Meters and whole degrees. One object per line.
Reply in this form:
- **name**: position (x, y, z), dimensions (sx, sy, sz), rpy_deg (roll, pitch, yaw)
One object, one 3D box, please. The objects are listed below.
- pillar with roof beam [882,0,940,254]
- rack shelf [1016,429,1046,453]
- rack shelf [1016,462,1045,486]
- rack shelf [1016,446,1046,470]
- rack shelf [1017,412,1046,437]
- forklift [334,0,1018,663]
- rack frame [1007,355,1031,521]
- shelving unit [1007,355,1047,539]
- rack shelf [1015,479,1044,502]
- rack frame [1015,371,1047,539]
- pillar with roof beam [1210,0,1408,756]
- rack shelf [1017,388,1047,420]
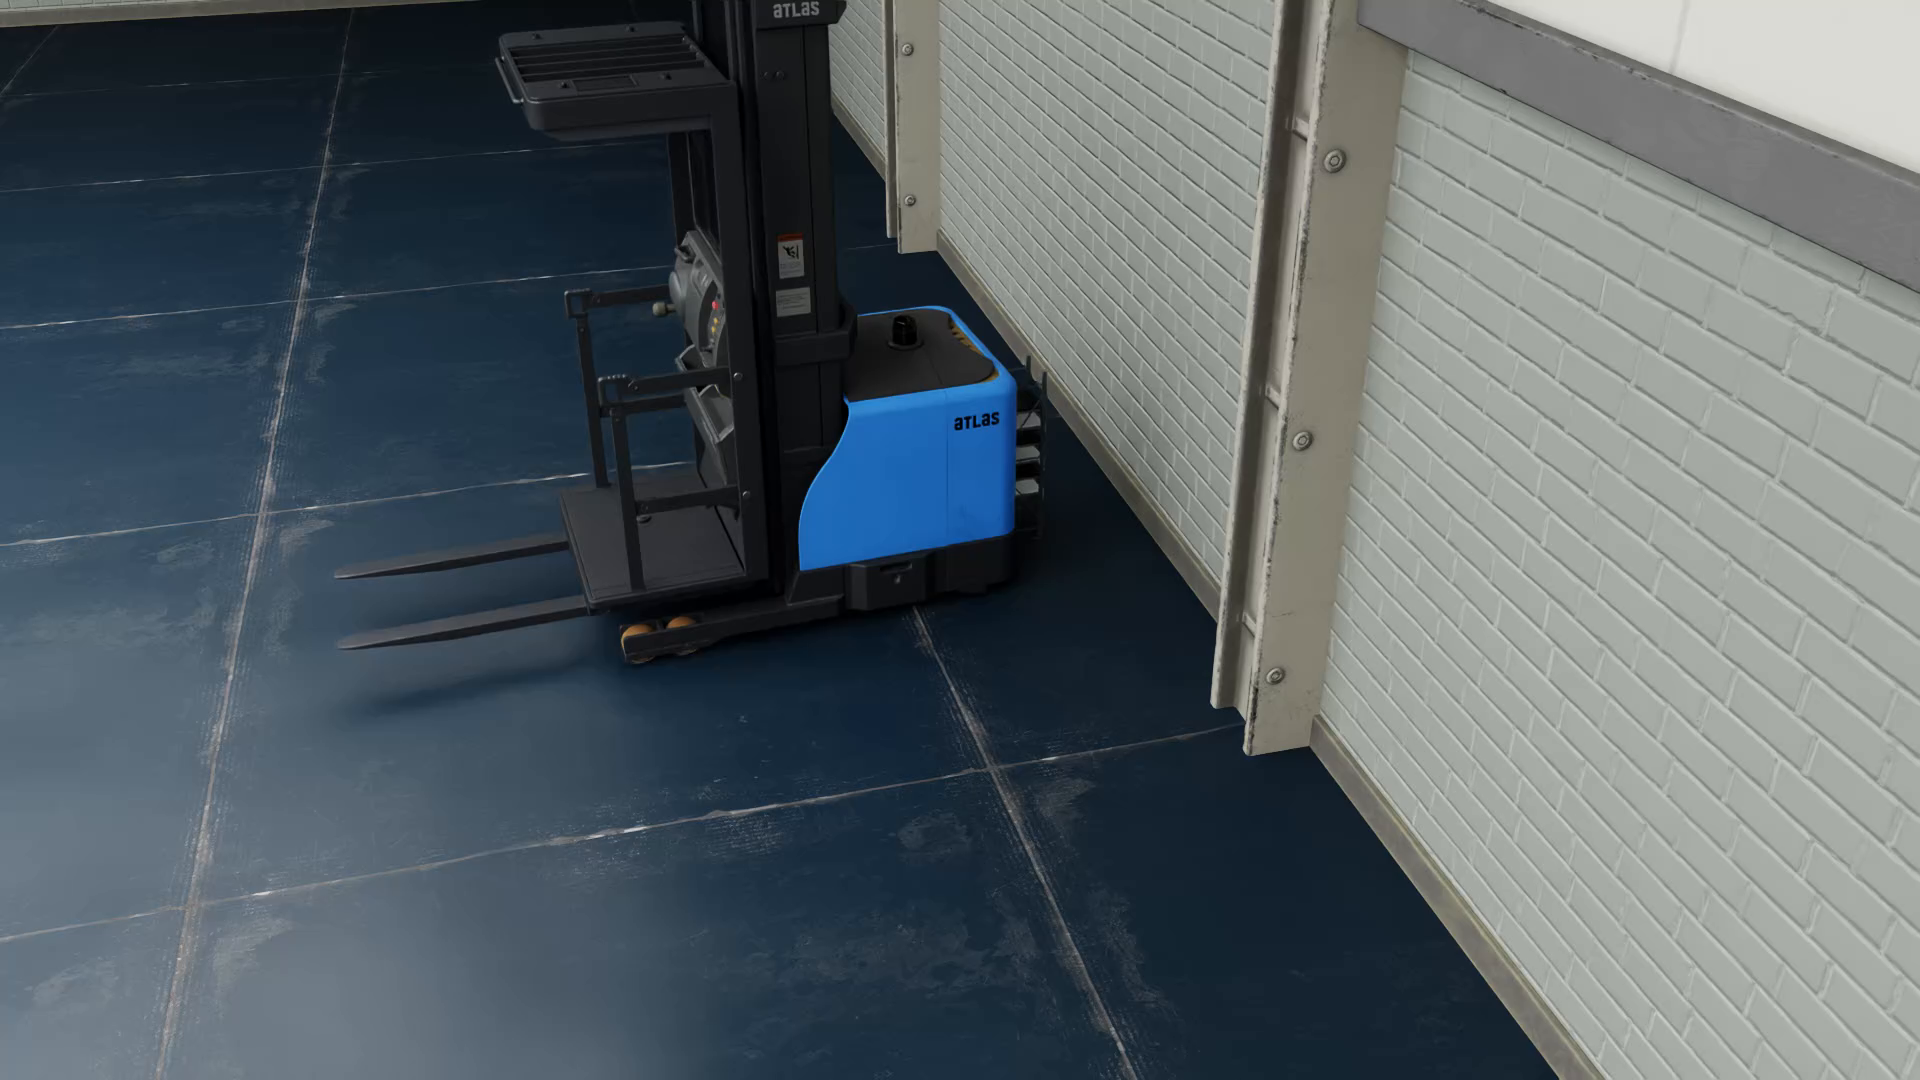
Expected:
- **pillar with roof beam**: position (-4.481, -5.460, 8.700), dimensions (9.100, 9.000, 0.400), rpy_deg (-8, 31, -13)
- **rack shelf**: position (0.260, -0.479, 8.066), dimensions (0.258, 0.077, 0.200), rpy_deg (-10, 31, -17)
- **rack shelf**: position (0.259, -0.324, 8.156), dimensions (0.258, 0.077, 0.200), rpy_deg (-10, 31, -17)
- **rack shelf**: position (0.260, -0.402, 8.111), dimensions (0.258, 0.077, 0.200), rpy_deg (-10, 31, -17)
- **rack shelf**: position (0.260, -0.557, 8.021), dimensions (0.258, 0.077, 0.200), rpy_deg (-10, 31, -17)
- **forklift**: position (-1.305, -1.026, 7.097), dimensions (3.031, 2.935, 1.130), rpy_deg (-10, 32, -17)
- **rack frame**: position (0.226, -0.478, 8.178), dimensions (0.240, 0.900, 0.006), rpy_deg (-10, 31, -17)
- **shelving unit**: position (0.260, -0.430, 8.094), dimensions (0.258, 0.900, 0.210), rpy_deg (-10, 31, -17)
- **rack shelf**: position (0.259, -0.246, 8.201), dimensions (0.258, 0.077, 0.200), rpy_deg (-10, 31, -17)
- **rack frame**: position (0.293, -0.382, 8.011), dimensions (0.240, 0.900, 0.006), rpy_deg (-10, 31, -17)
- **pillar with roof beam**: position (-2.889, -2.562, 3.694), dimensions (9.100, 9.000, 0.400), rpy_deg (-8, 31, -13)
- **rack shelf**: position (0.260, -0.635, 7.976), dimensions (0.258, 0.077, 0.200), rpy_deg (-10, 31, -17)
